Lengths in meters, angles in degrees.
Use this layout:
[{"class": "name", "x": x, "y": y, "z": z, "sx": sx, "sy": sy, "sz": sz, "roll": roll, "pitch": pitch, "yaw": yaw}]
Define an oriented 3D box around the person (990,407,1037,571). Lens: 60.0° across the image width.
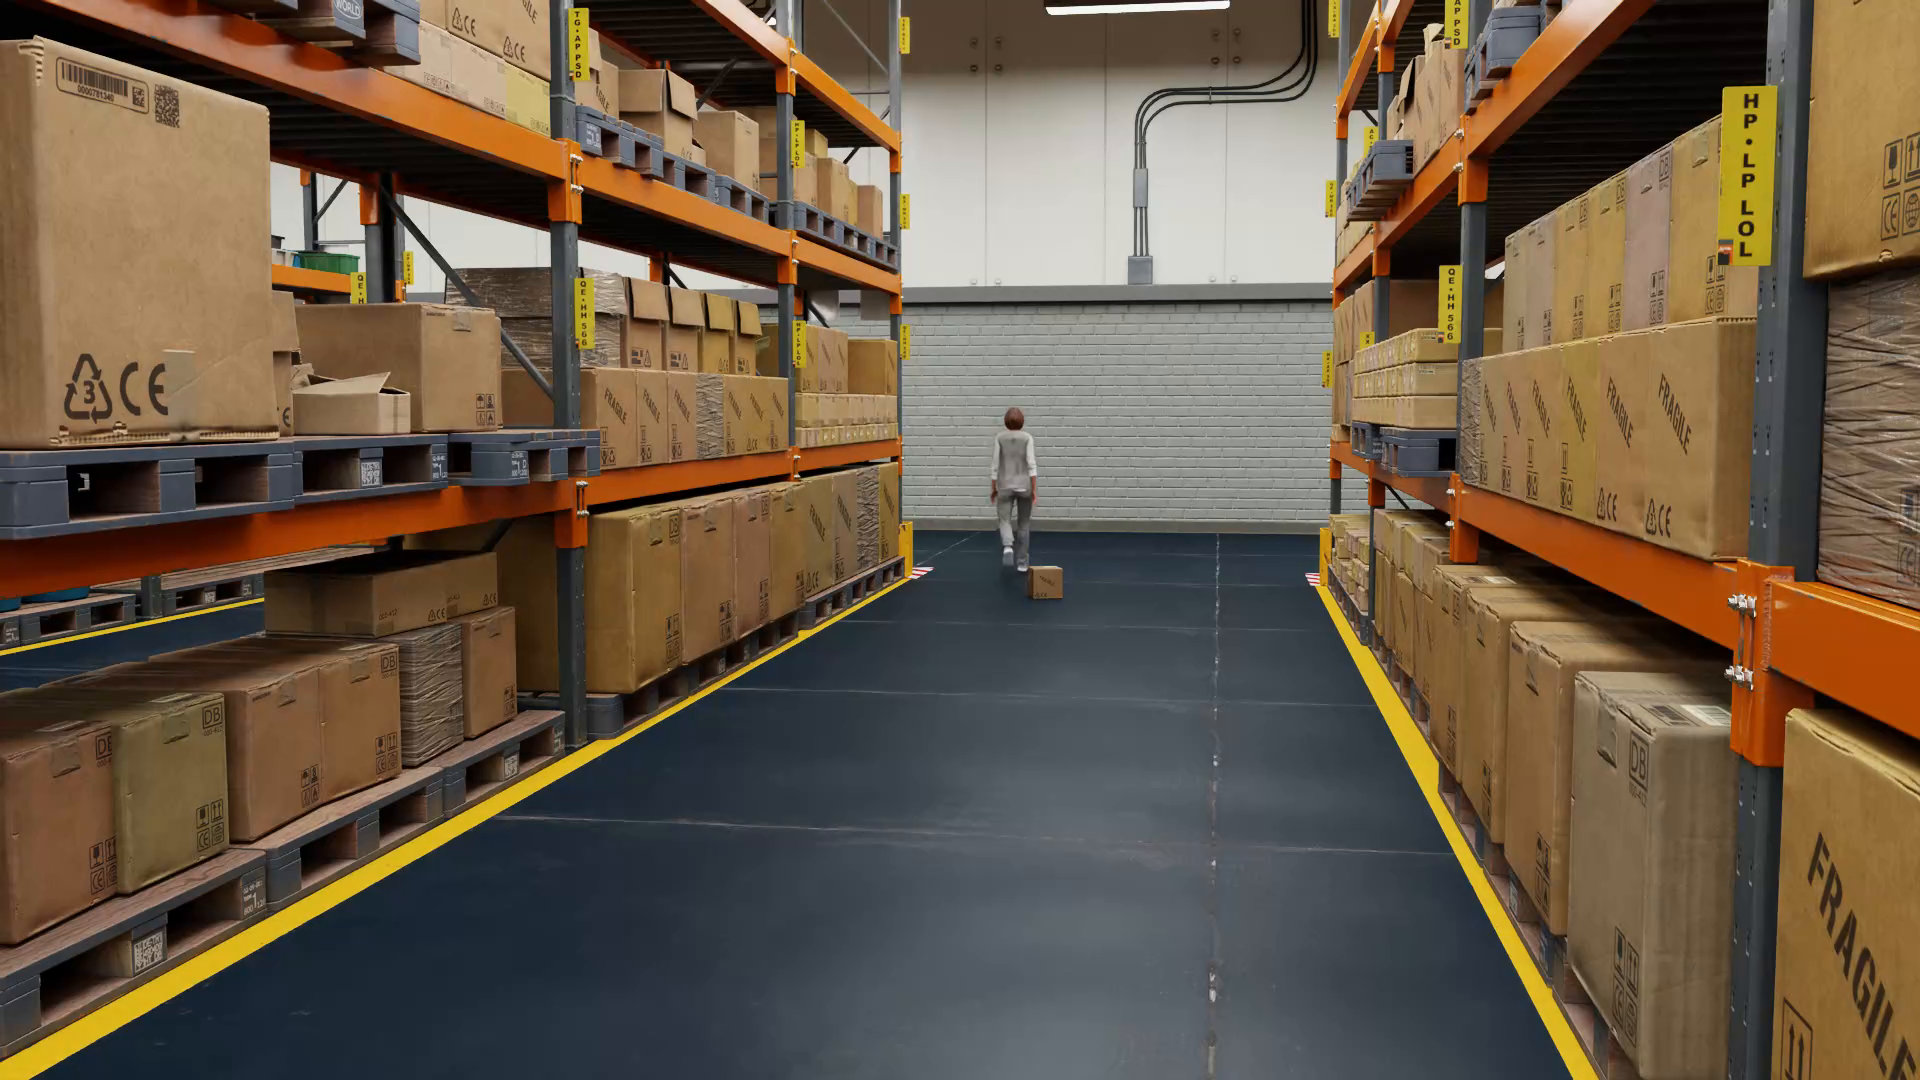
[{"class": "person", "x": 0.507, "y": -0.470, "z": 15.724, "sx": 0.437, "sy": 1.569, "sz": 0.785, "roll": 0, "pitch": 5, "yaw": 0}]
